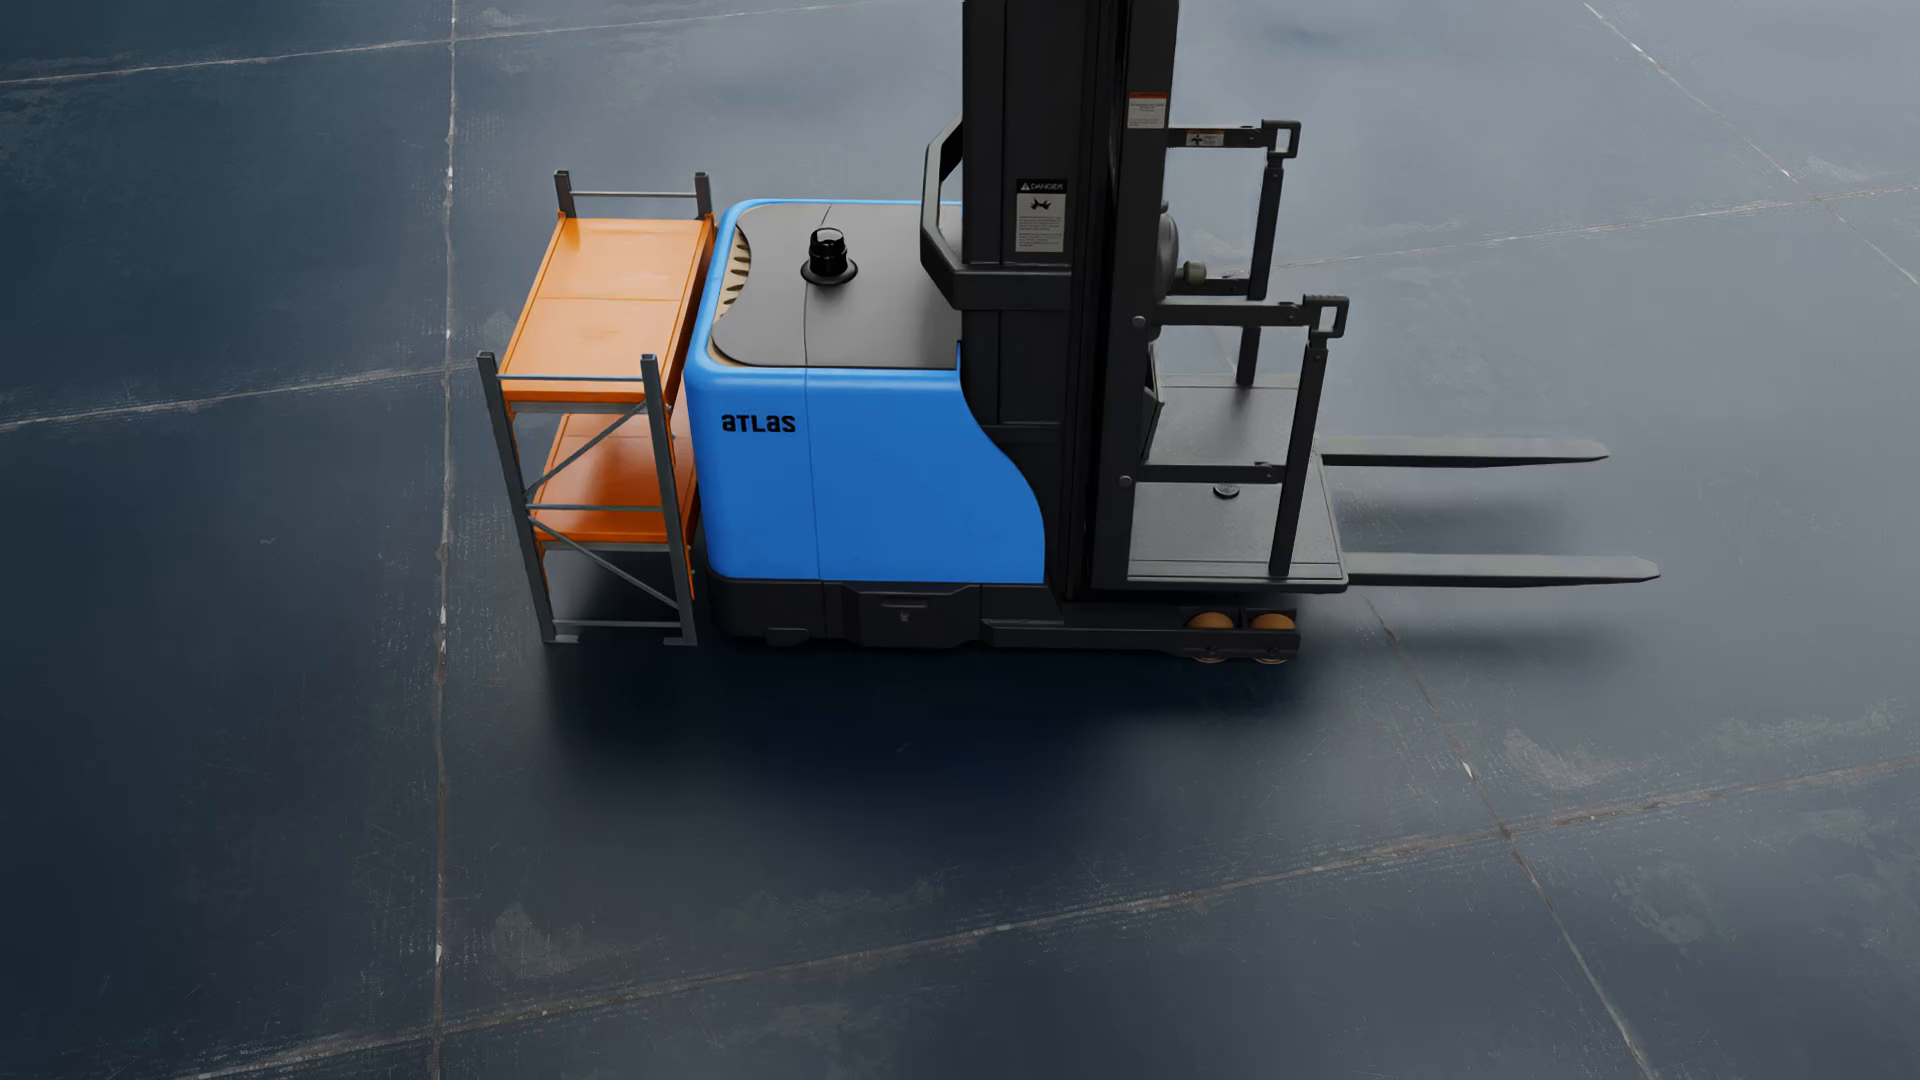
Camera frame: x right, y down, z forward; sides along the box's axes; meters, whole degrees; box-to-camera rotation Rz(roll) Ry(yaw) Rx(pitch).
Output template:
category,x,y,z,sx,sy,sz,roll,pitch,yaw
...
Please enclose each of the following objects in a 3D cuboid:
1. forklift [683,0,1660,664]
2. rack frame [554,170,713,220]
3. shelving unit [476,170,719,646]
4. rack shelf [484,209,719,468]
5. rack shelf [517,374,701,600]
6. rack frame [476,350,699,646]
category,x,y,z,sx,sy,sz,roll,pitch,yaw
forklift,0.723,-1.060,4.737,3.031,2.935,1.130,1,42,1
rack frame,-1.068,-0.769,5.769,0.500,1.125,0.032,1,42,1
shelving unit,-1.083,-0.432,5.389,0.538,1.125,1.048,1,42,1
rack shelf,-1.082,-0.651,5.195,0.538,0.278,1.000,1,42,1
rack shelf,-1.083,-0.249,5.551,0.538,0.278,1.000,1,42,1
rack frame,-1.097,-0.095,5.009,0.500,1.125,0.032,1,42,1
